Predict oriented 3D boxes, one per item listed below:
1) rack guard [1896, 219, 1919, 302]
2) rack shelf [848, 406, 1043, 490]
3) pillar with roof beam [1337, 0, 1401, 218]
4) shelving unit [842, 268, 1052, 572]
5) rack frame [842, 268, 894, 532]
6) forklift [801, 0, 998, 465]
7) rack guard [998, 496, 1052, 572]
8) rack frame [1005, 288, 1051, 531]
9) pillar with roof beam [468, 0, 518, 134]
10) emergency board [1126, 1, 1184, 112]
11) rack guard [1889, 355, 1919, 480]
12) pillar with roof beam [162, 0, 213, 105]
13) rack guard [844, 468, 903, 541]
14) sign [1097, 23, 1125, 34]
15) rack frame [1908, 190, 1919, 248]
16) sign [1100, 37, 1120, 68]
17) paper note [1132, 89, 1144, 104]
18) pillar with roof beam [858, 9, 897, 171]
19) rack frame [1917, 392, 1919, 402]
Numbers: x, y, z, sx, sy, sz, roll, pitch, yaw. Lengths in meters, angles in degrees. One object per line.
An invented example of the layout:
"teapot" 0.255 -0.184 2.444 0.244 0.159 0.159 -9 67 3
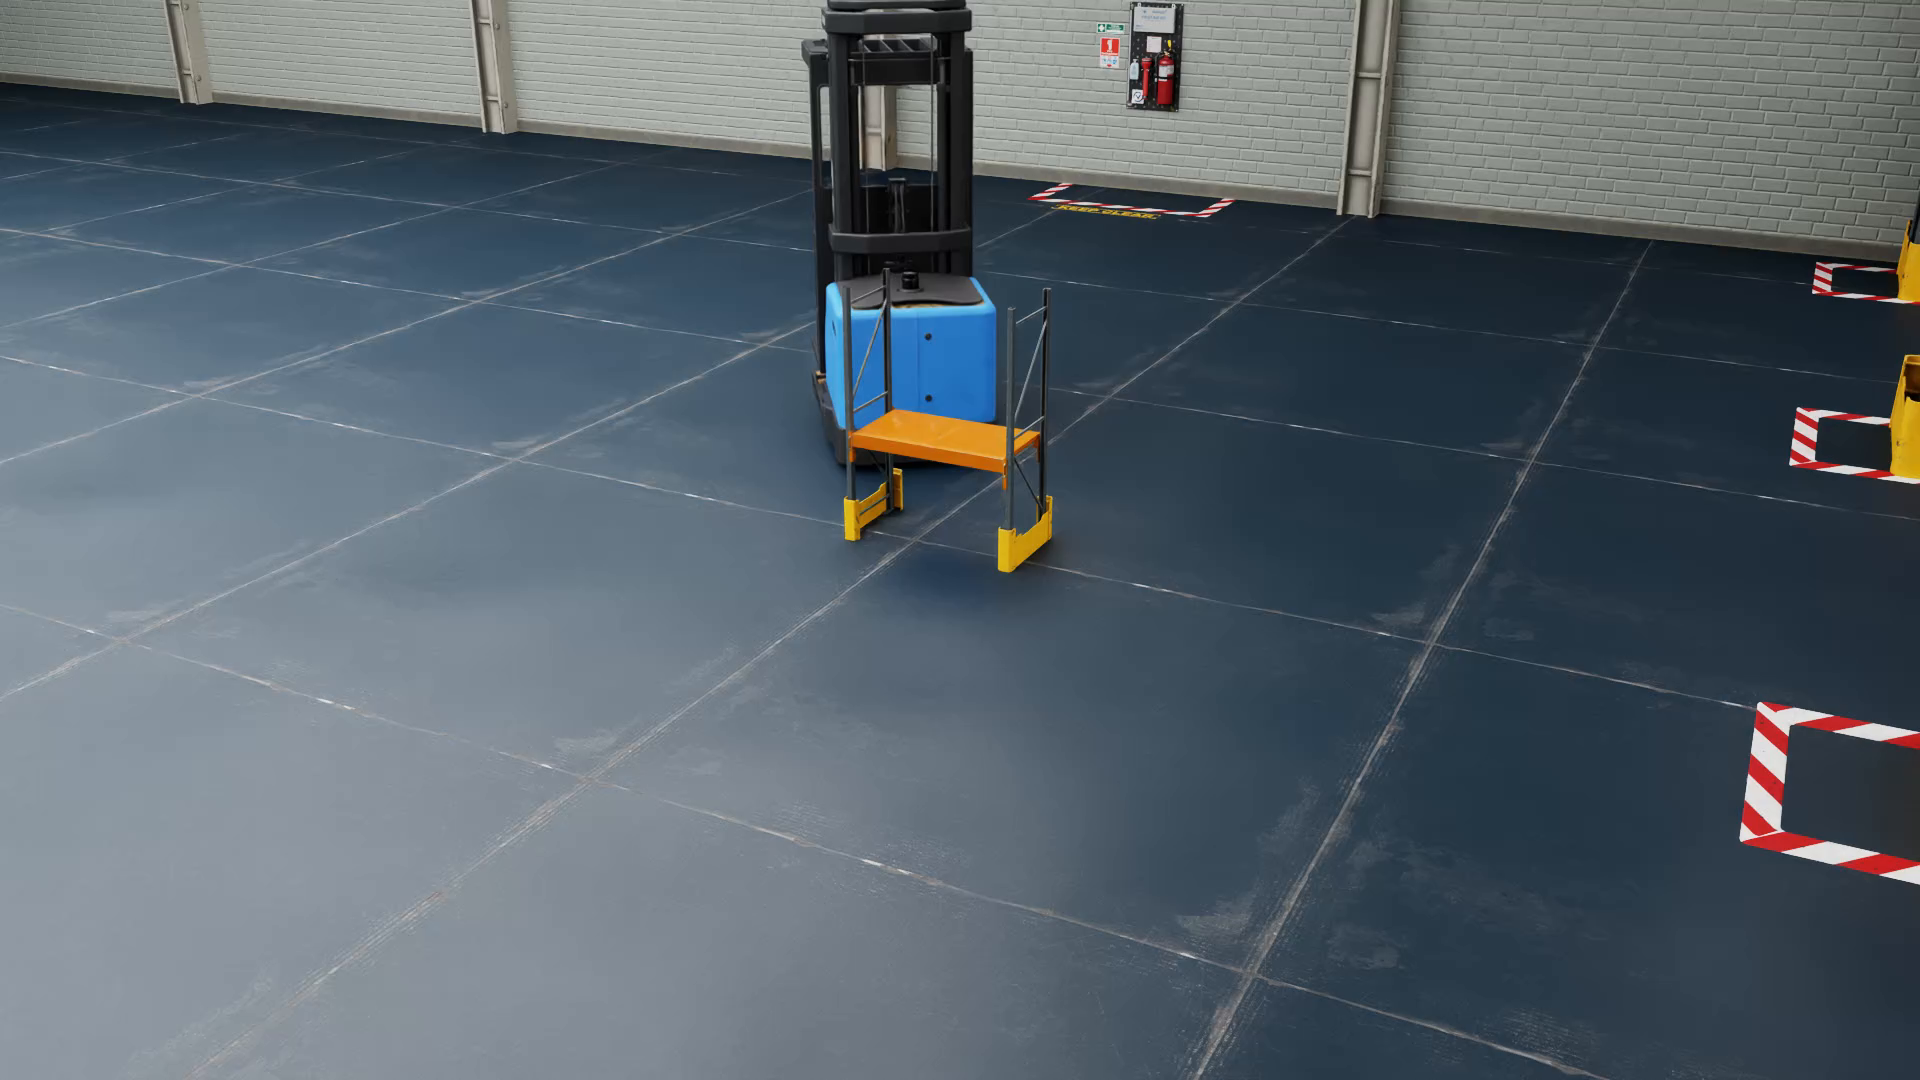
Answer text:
"rack guard" 8.744 -2.535 15.071 0.348 0.500 1.175 11 25 25
"rack shelf" -0.076 -0.540 9.562 1.000 0.185 0.538 11 25 25
"pillar with roof beam" 2.394 -6.194 12.815 0.400 9.000 9.100 11 25 25
"shelving unit" -0.068 -0.704 9.488 1.083 1.500 0.587 11 25 25
"rack frame" -0.530 -0.795 9.703 0.032 1.500 0.500 11 25 25
"forklift" -0.494 -2.373 11.585 1.130 2.935 3.031 -4 23 -8
"rack guard" 0.376 -0.041 9.526 0.087 0.250 0.587 11 25 25
"rack frame" 0.378 -0.615 9.281 0.032 1.500 0.500 11 25 25
"pillar with roof beam" -8.315 -8.313 17.798 0.400 9.000 9.100 11 25 25
"emergency board" 2.148 -5.386 18.582 0.643 1.169 0.194 11 25 25
"rack guard" 6.423 -0.822 11.043 0.348 0.500 1.175 11 25 25
"pillar with roof beam" -13.670 -9.372 20.289 0.400 9.000 9.100 11 25 25
"rack guard" -0.512 -0.216 9.940 0.087 0.250 0.587 11 25 25
"sign" 1.701 -5.776 18.777 0.331 0.109 0.001 11 25 25
"rack frame" 8.676 -3.698 14.614 0.127 3.000 1.000 11 25 25
"sign" 1.701 -5.536 18.890 0.234 0.329 0.001 11 25 25
"paper note" 2.021 -5.036 18.885 0.142 0.148 0.016 11 25 25
"pillar with roof beam" -2.961 -7.253 15.307 0.400 9.000 9.100 11 25 25
"rack frame" 6.444 -1.968 10.544 0.127 3.000 1.000 11 25 25
